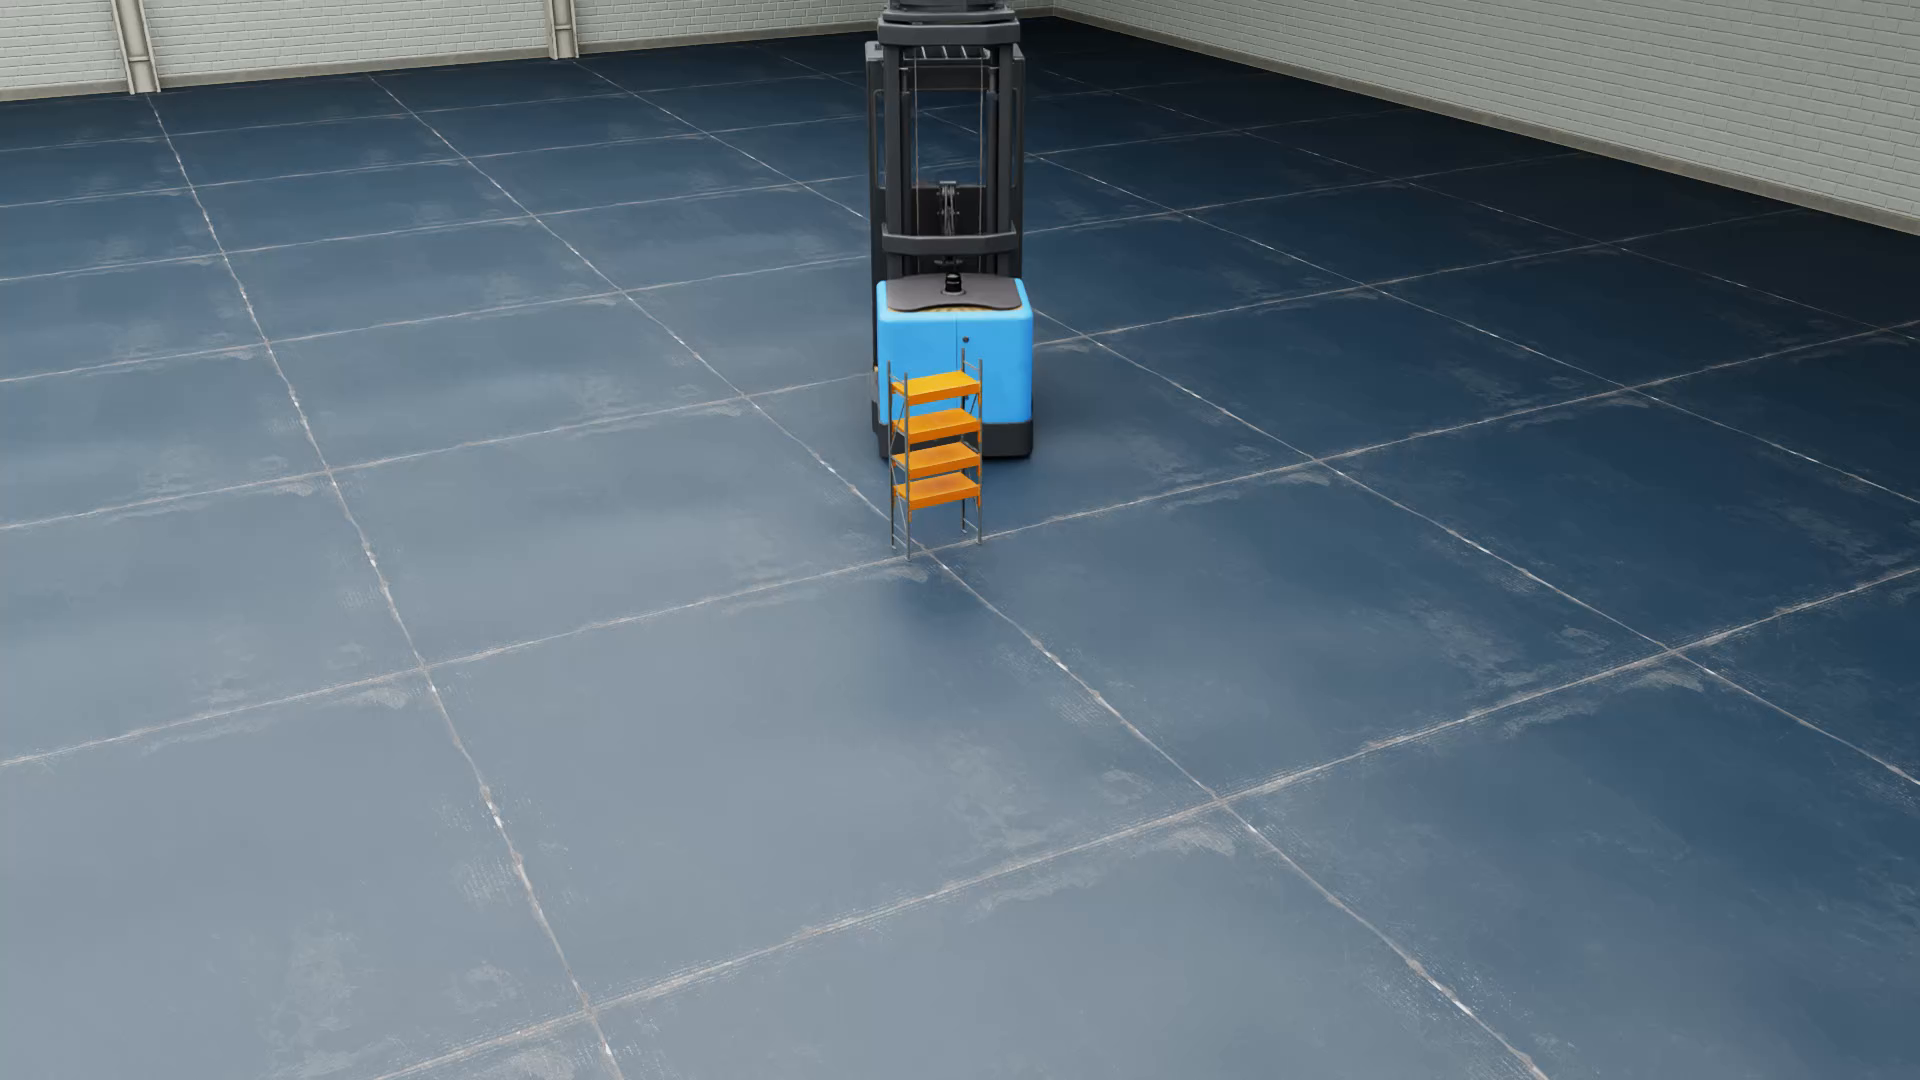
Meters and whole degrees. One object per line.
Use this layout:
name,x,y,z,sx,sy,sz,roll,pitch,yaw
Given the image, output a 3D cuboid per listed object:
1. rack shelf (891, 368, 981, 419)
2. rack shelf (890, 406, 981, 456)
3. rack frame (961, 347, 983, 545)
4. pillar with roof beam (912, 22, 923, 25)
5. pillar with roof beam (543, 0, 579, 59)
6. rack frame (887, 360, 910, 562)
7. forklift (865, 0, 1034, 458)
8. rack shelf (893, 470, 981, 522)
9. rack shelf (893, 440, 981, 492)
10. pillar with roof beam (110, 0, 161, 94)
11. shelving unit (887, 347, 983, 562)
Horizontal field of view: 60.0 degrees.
rack shelf,-0.146,-0.861,9.750,0.480,0.148,0.258,-13,29,-25
rack shelf,-0.146,-0.648,9.852,0.480,0.148,0.258,-13,29,-25
rack frame,0.069,-0.557,10.024,0.015,1.200,0.240,-13,29,-25
pillar with roof beam,1.142,-11.175,23.128,0.400,9.000,9.100,-13,29,-25
pillar with roof beam,-4.153,-9.953,20.583,0.400,9.000,9.100,-13,29,-25
rack frame,-0.361,-0.457,9.817,0.015,1.200,0.240,-13,29,-25
forklift,-0.113,-2.470,12.007,1.130,2.935,3.031,-2,26,-3
rack shelf,-0.146,-0.268,10.035,0.480,0.148,0.258,-13,29,-25
rack shelf,-0.146,-0.447,9.949,0.480,0.148,0.258,-13,29,-25
pillar with roof beam,-9.447,-8.731,18.037,0.400,9.000,9.100,-13,29,-25
shelving unit,-0.146,-0.507,9.920,0.503,1.200,0.258,-13,29,-25
